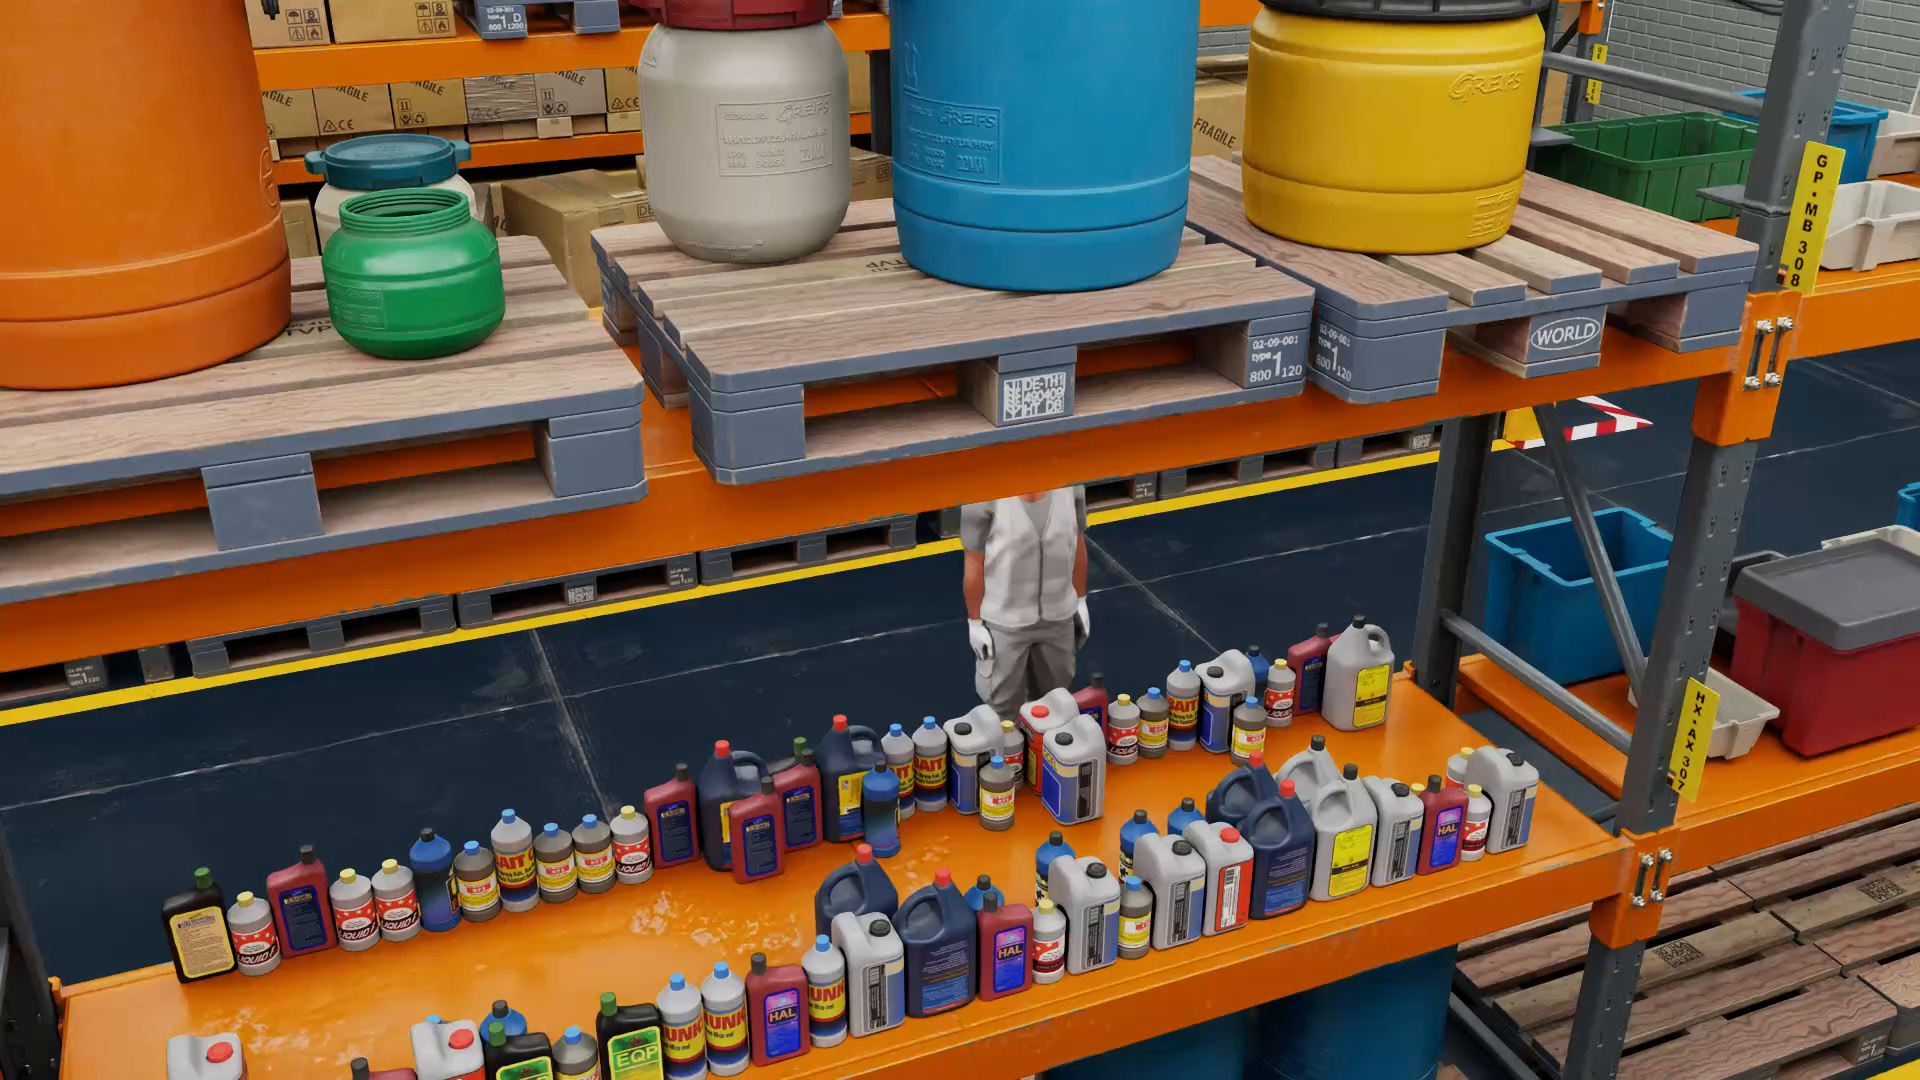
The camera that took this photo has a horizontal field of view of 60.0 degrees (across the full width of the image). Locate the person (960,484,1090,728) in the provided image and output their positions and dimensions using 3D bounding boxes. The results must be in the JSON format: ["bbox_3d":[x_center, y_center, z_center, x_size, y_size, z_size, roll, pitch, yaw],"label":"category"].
[{"bbox_3d":[0.266,0.324,6.470,0.524,1.839,0.386,-10,27,-20],"label":"person"}]
